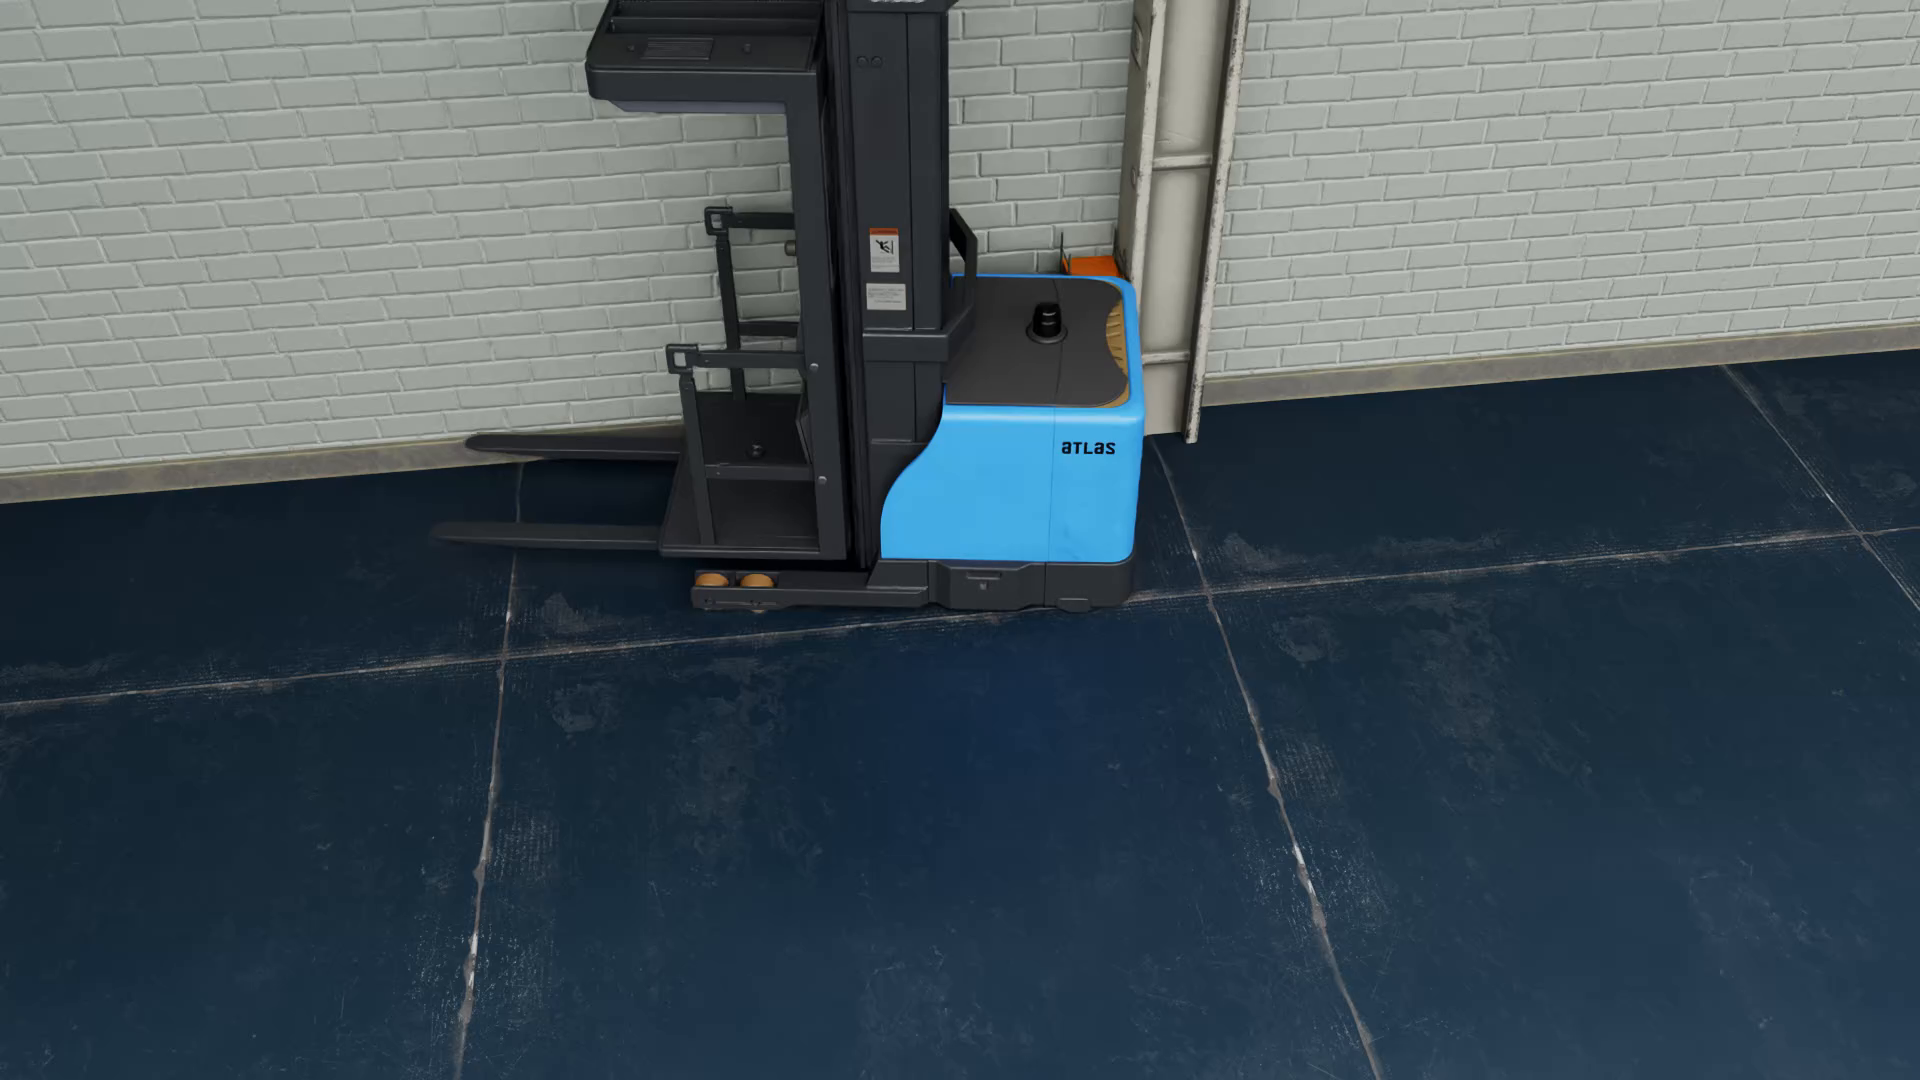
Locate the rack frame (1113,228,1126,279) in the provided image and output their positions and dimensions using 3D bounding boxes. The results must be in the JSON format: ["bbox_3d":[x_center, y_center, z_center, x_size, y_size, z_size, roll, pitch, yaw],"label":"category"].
[{"bbox_3d":[0.713,-0.934,7.712,0.008,1.050,0.200,-5,40,-6],"label":"rack frame"}]

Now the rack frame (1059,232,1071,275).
[{"bbox_3d":[0.471,-0.911,7.686,0.008,1.050,0.200,-5,40,-6],"label":"rack frame"}]

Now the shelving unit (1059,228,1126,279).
[{"bbox_3d":[0.592,-0.923,7.699,0.252,1.050,0.215,-5,40,-6],"label":"shelving unit"}]

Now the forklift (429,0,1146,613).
[{"bbox_3d":[-0.764,-1.135,6.535,3.031,2.935,1.130,1,42,1],"label":"forklift"}]

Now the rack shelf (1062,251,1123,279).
[{"bbox_3d":[0.591,-1.131,7.522,0.240,0.259,0.215,-5,40,-6],"label":"rack shelf"}]

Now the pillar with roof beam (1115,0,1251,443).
[{"bbox_3d":[1.482,-1.037,1.896,0.400,9.000,9.100,-5,42,-6],"label":"pillar with roof beam"}]
